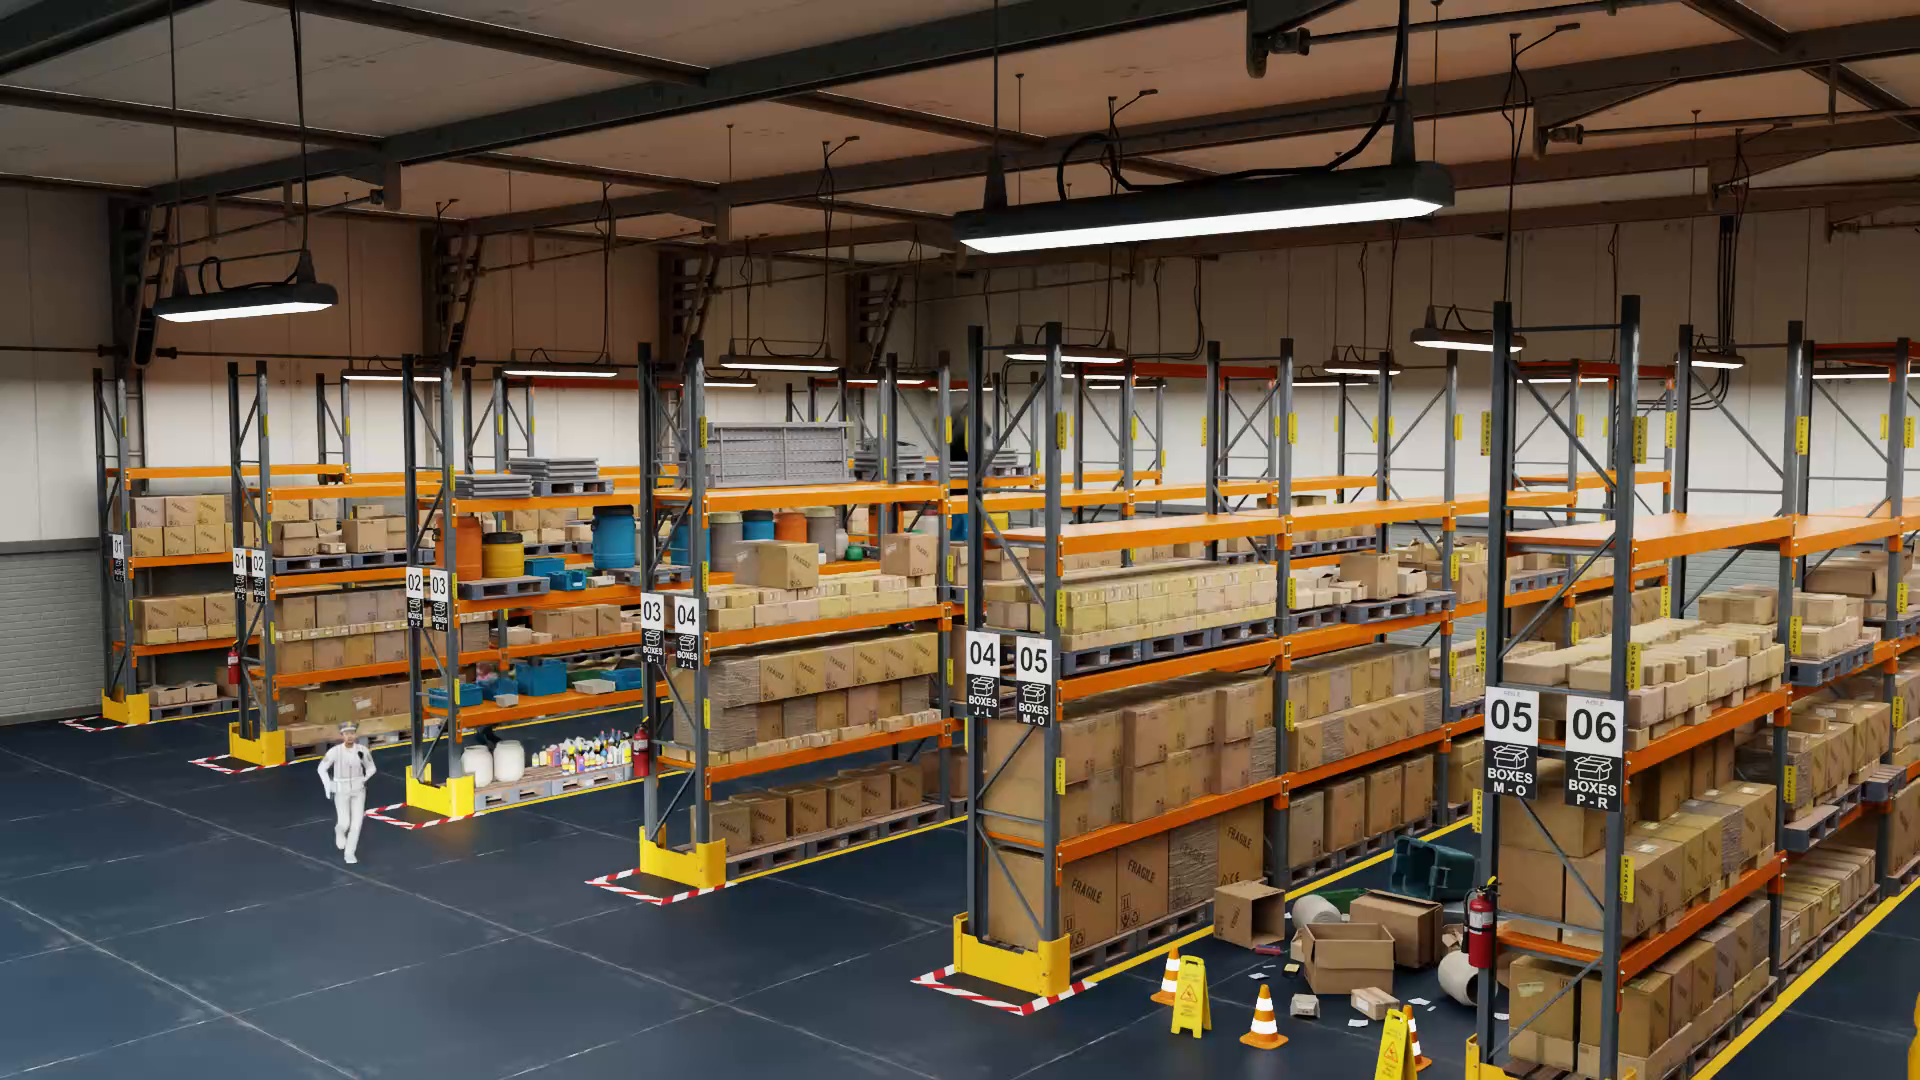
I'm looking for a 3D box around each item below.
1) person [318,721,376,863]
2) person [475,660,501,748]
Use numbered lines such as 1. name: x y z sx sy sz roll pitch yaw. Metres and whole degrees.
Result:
1. person: -7.097 2.918 19.327 0.625 1.649 0.524 -3 5 -31
2. person: -6.925 2.584 24.379 0.558 1.663 0.710 4 6 44
